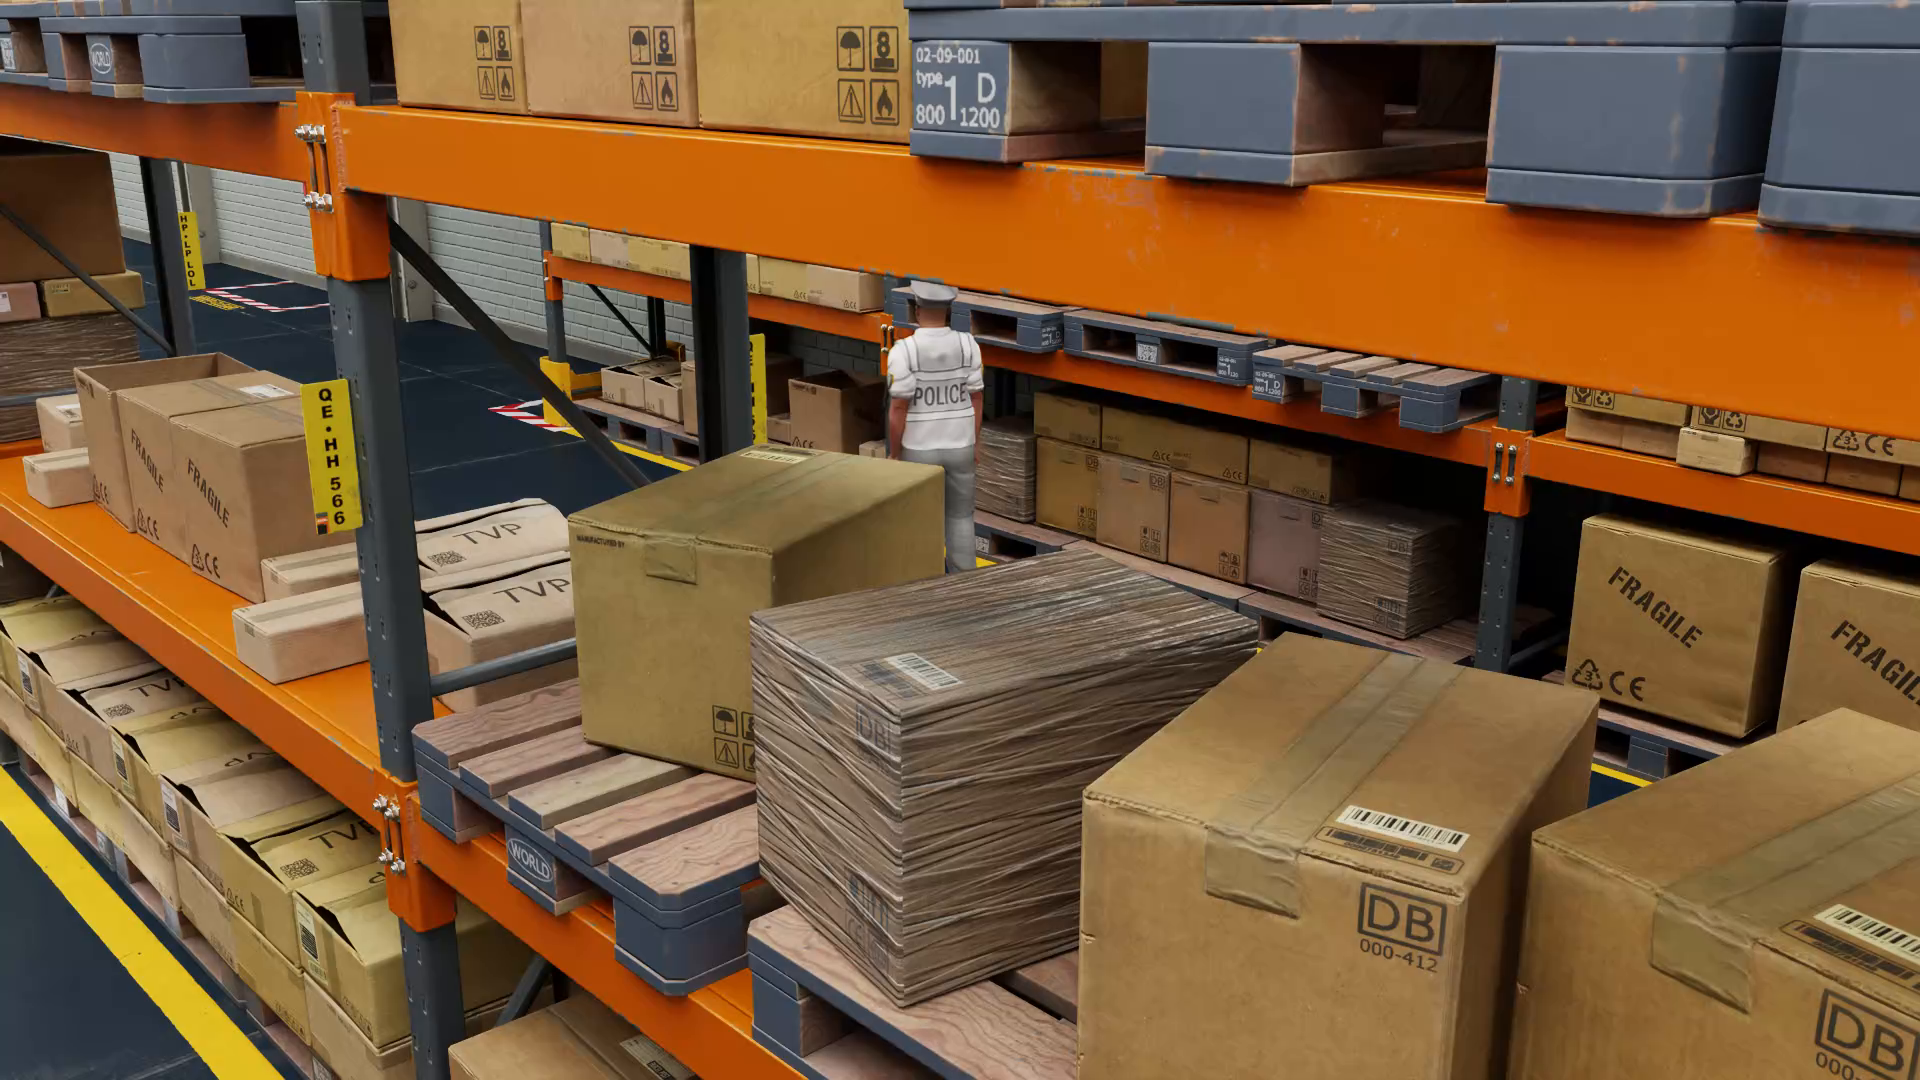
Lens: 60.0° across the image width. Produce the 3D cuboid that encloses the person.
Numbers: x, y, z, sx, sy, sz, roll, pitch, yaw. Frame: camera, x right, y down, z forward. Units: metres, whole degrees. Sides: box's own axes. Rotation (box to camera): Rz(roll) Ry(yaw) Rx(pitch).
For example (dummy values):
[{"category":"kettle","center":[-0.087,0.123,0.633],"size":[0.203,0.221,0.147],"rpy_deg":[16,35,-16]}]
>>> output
[{"category":"person","center":[-0.142,-0.479,8.553],"size":[0.520,1.771,0.403],"rpy_deg":[-7,18,-21]}]
